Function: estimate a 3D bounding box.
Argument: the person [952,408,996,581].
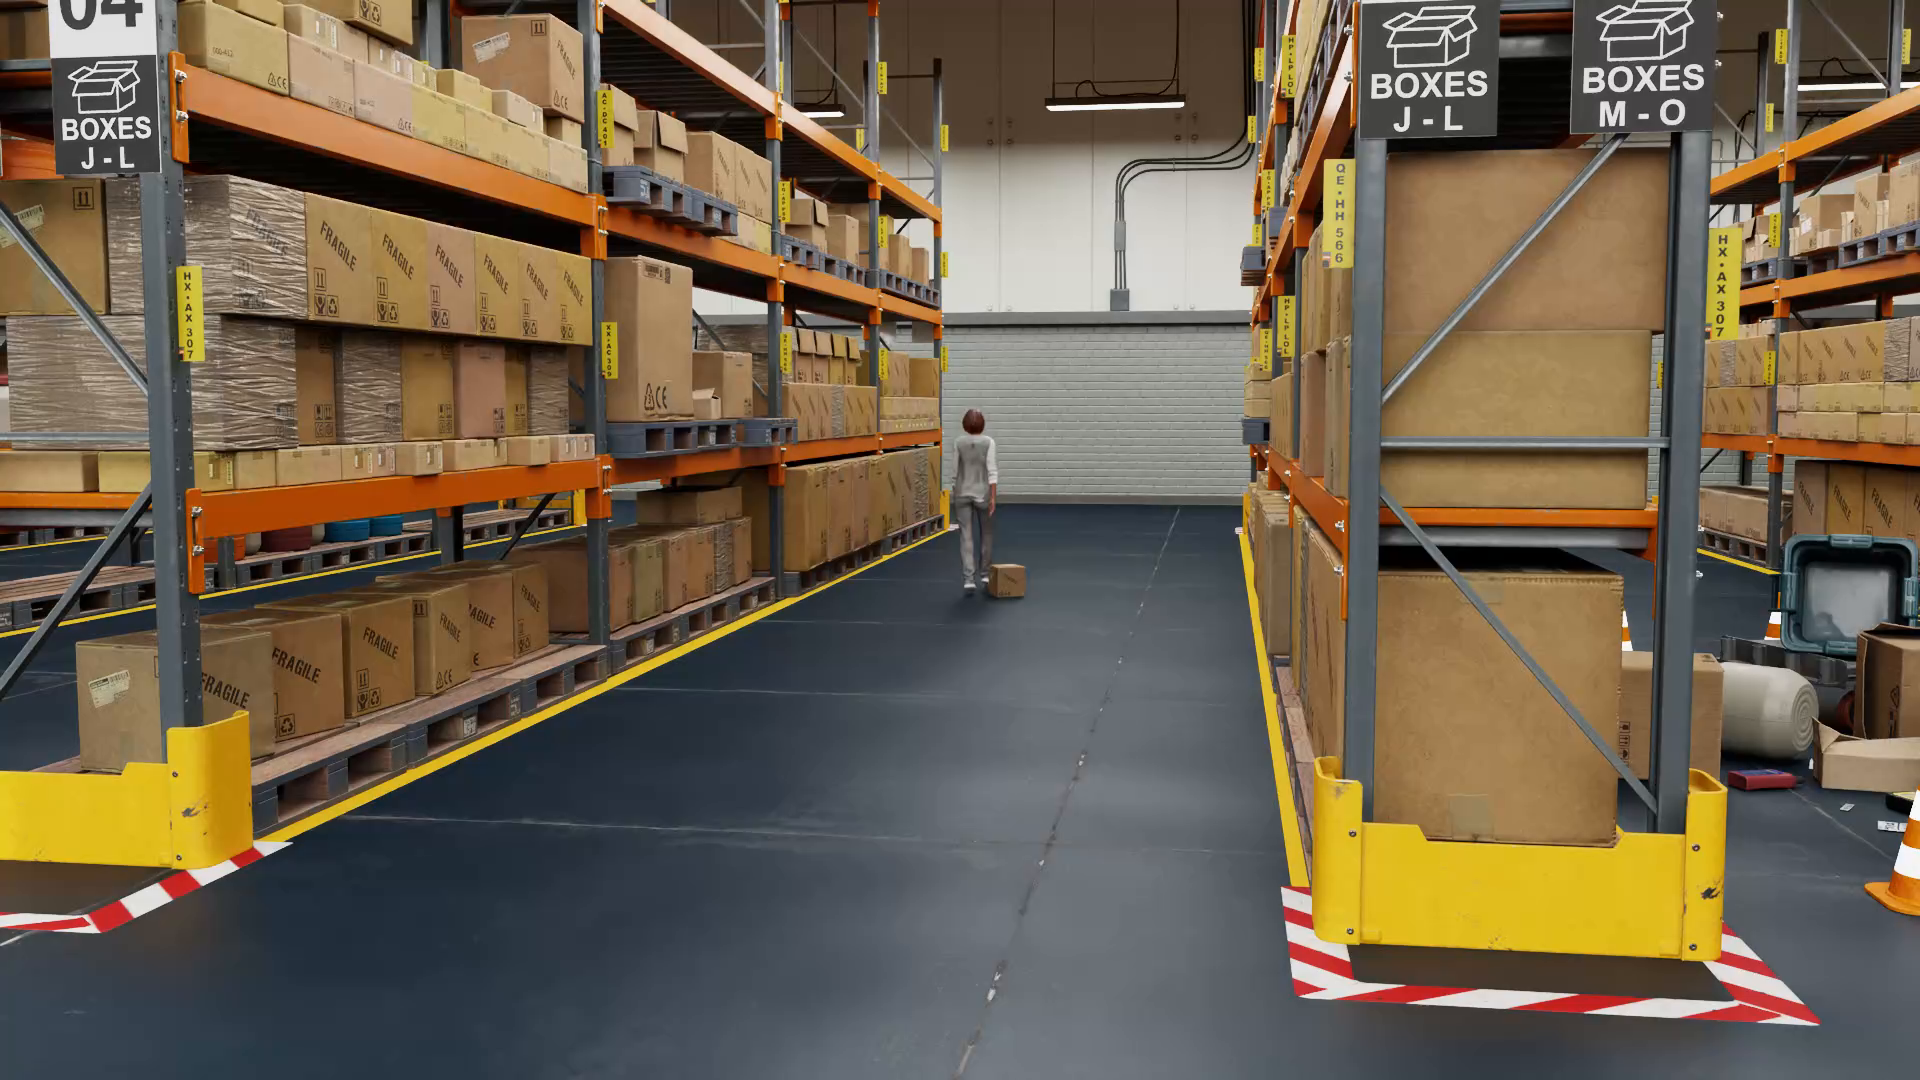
[{"bbox_3d":[0.120,-0.397,14.348,0.401,1.478,0.754,0,5,3],"label":"person"}]
